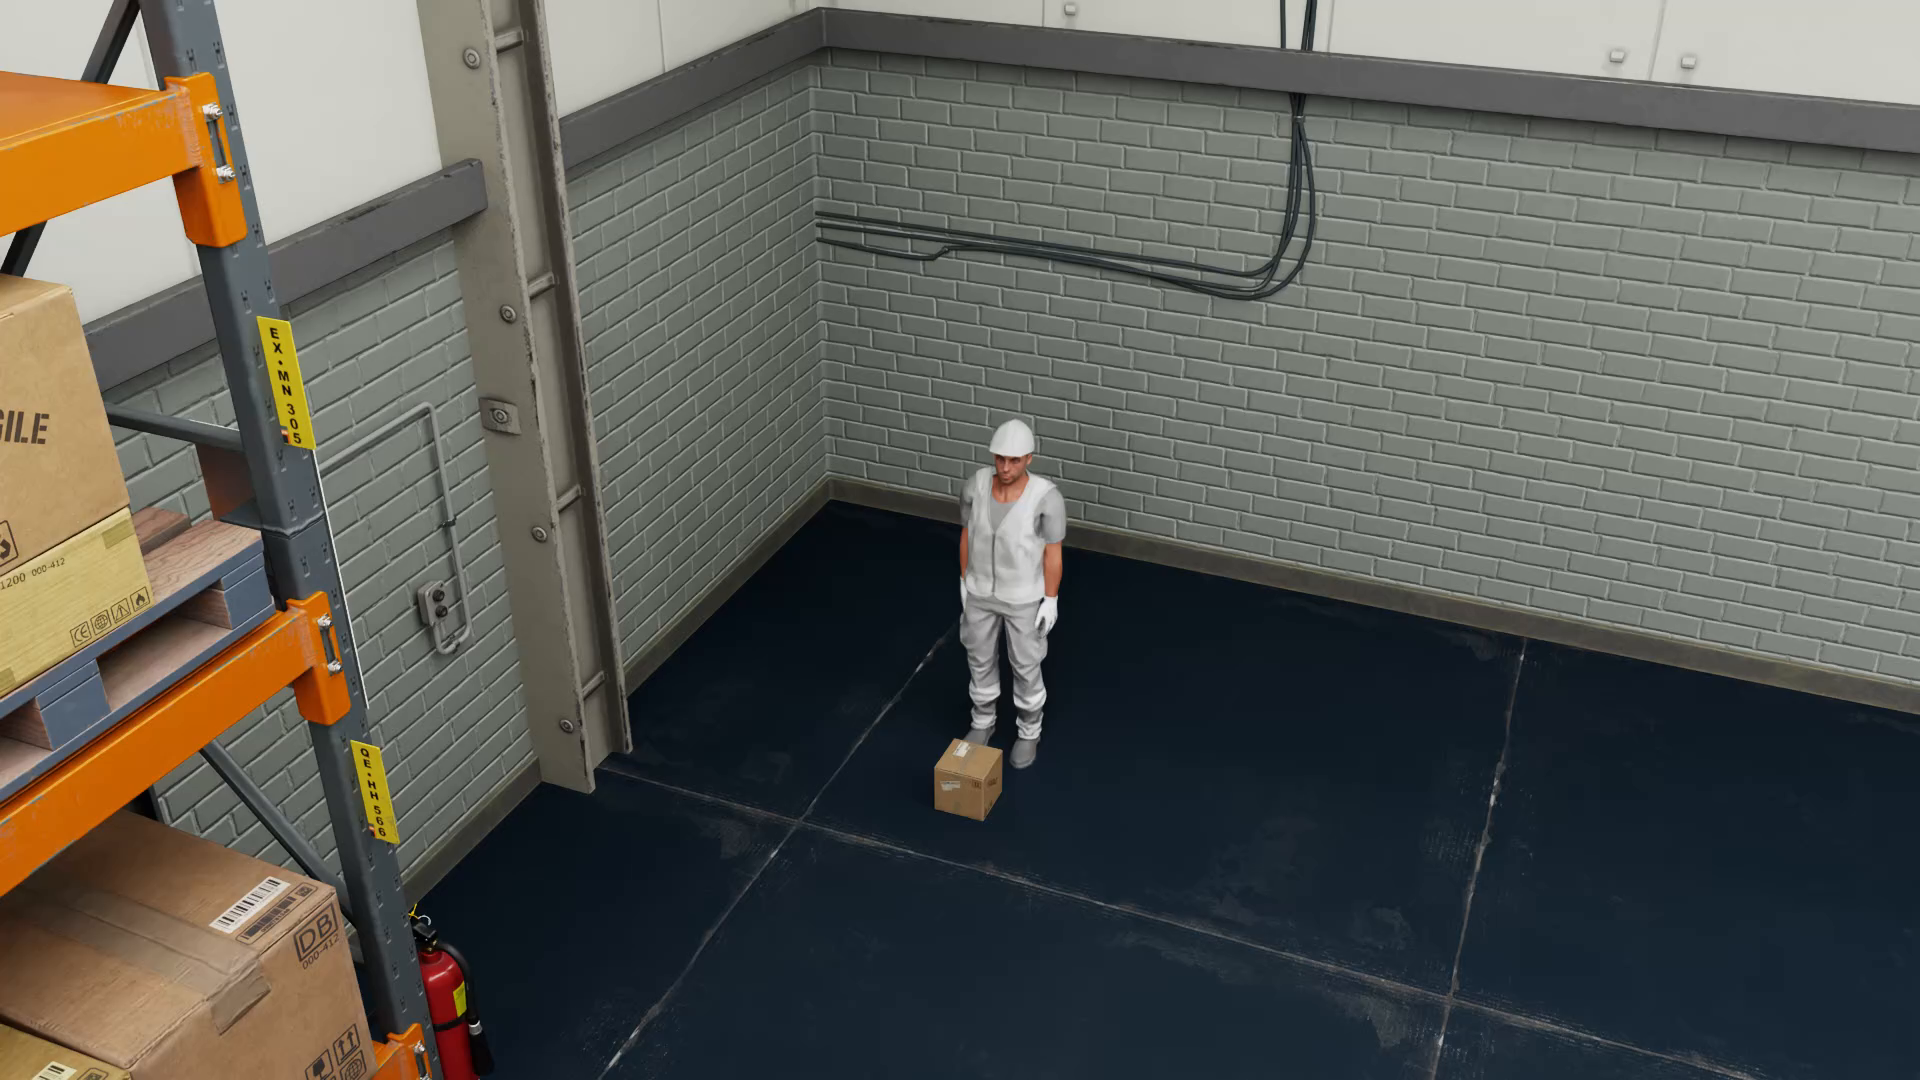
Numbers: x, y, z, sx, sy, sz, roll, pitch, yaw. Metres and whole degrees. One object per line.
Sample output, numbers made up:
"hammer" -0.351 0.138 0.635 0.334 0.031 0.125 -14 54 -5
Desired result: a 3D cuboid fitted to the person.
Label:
"person" 0.225 0.261 7.919 0.524 1.795 0.351 12 32 20
